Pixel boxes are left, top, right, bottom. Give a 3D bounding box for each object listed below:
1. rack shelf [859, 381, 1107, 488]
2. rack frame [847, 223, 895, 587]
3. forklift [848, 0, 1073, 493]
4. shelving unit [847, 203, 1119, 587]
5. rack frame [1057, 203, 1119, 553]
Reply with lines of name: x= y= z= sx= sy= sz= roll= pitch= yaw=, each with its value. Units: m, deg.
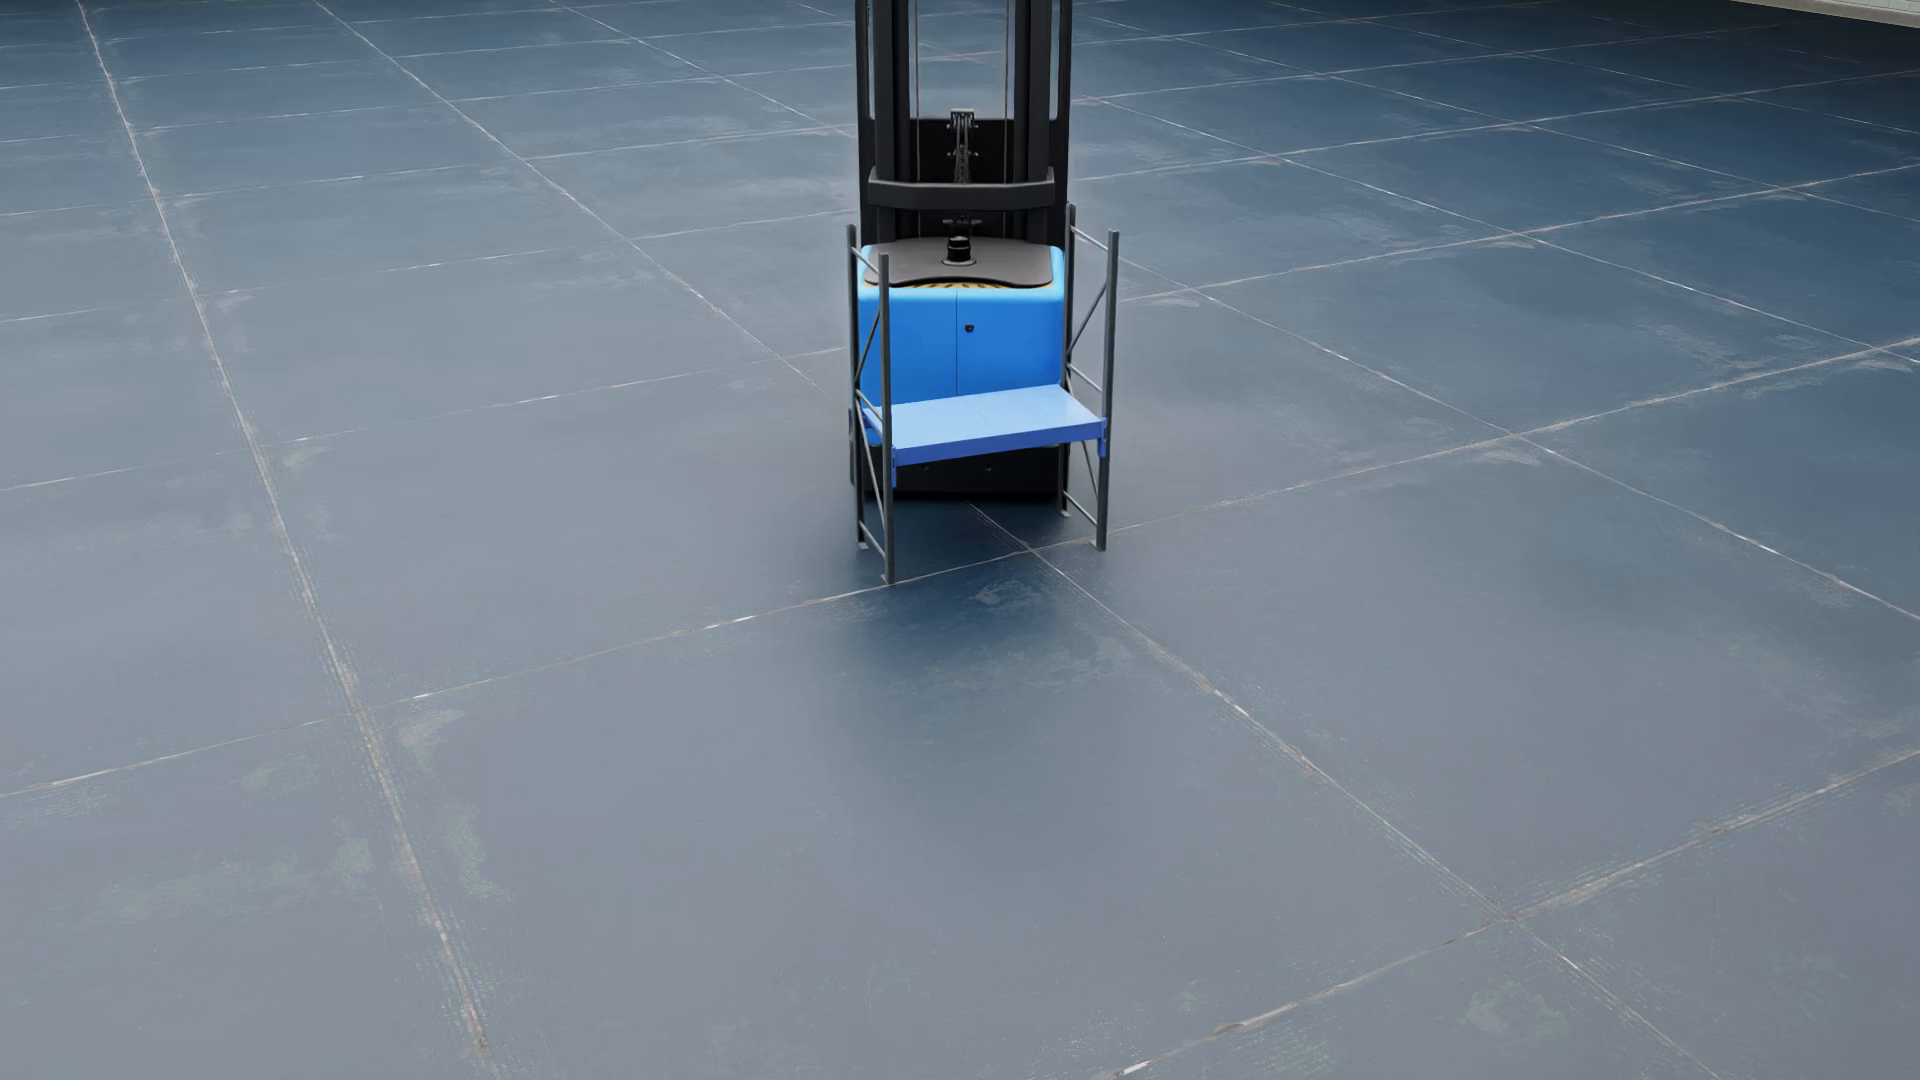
rack shelf: x=0.093 y=-0.485 z=7.443 sx=1.000 sy=0.185 sz=0.538 roll=-9 pitch=27 yaw=-18
rack frame: x=-0.385 y=-0.572 z=7.209 sx=0.032 sy=1.500 sz=0.500 roll=-9 pitch=27 yaw=-18
forklift: x=0.025 y=-2.142 z=8.826 sx=1.130 sy=2.935 sz=3.031 roll=1 pitch=26 yaw=1
shelving unit: x=0.093 y=-0.647 z=7.365 sx=1.048 sy=1.500 sz=0.538 roll=-9 pitch=27 yaw=-18
rack frame: x=0.571 y=-0.722 z=7.520 sx=0.032 sy=1.500 sz=0.500 roll=-9 pitch=27 yaw=-18
